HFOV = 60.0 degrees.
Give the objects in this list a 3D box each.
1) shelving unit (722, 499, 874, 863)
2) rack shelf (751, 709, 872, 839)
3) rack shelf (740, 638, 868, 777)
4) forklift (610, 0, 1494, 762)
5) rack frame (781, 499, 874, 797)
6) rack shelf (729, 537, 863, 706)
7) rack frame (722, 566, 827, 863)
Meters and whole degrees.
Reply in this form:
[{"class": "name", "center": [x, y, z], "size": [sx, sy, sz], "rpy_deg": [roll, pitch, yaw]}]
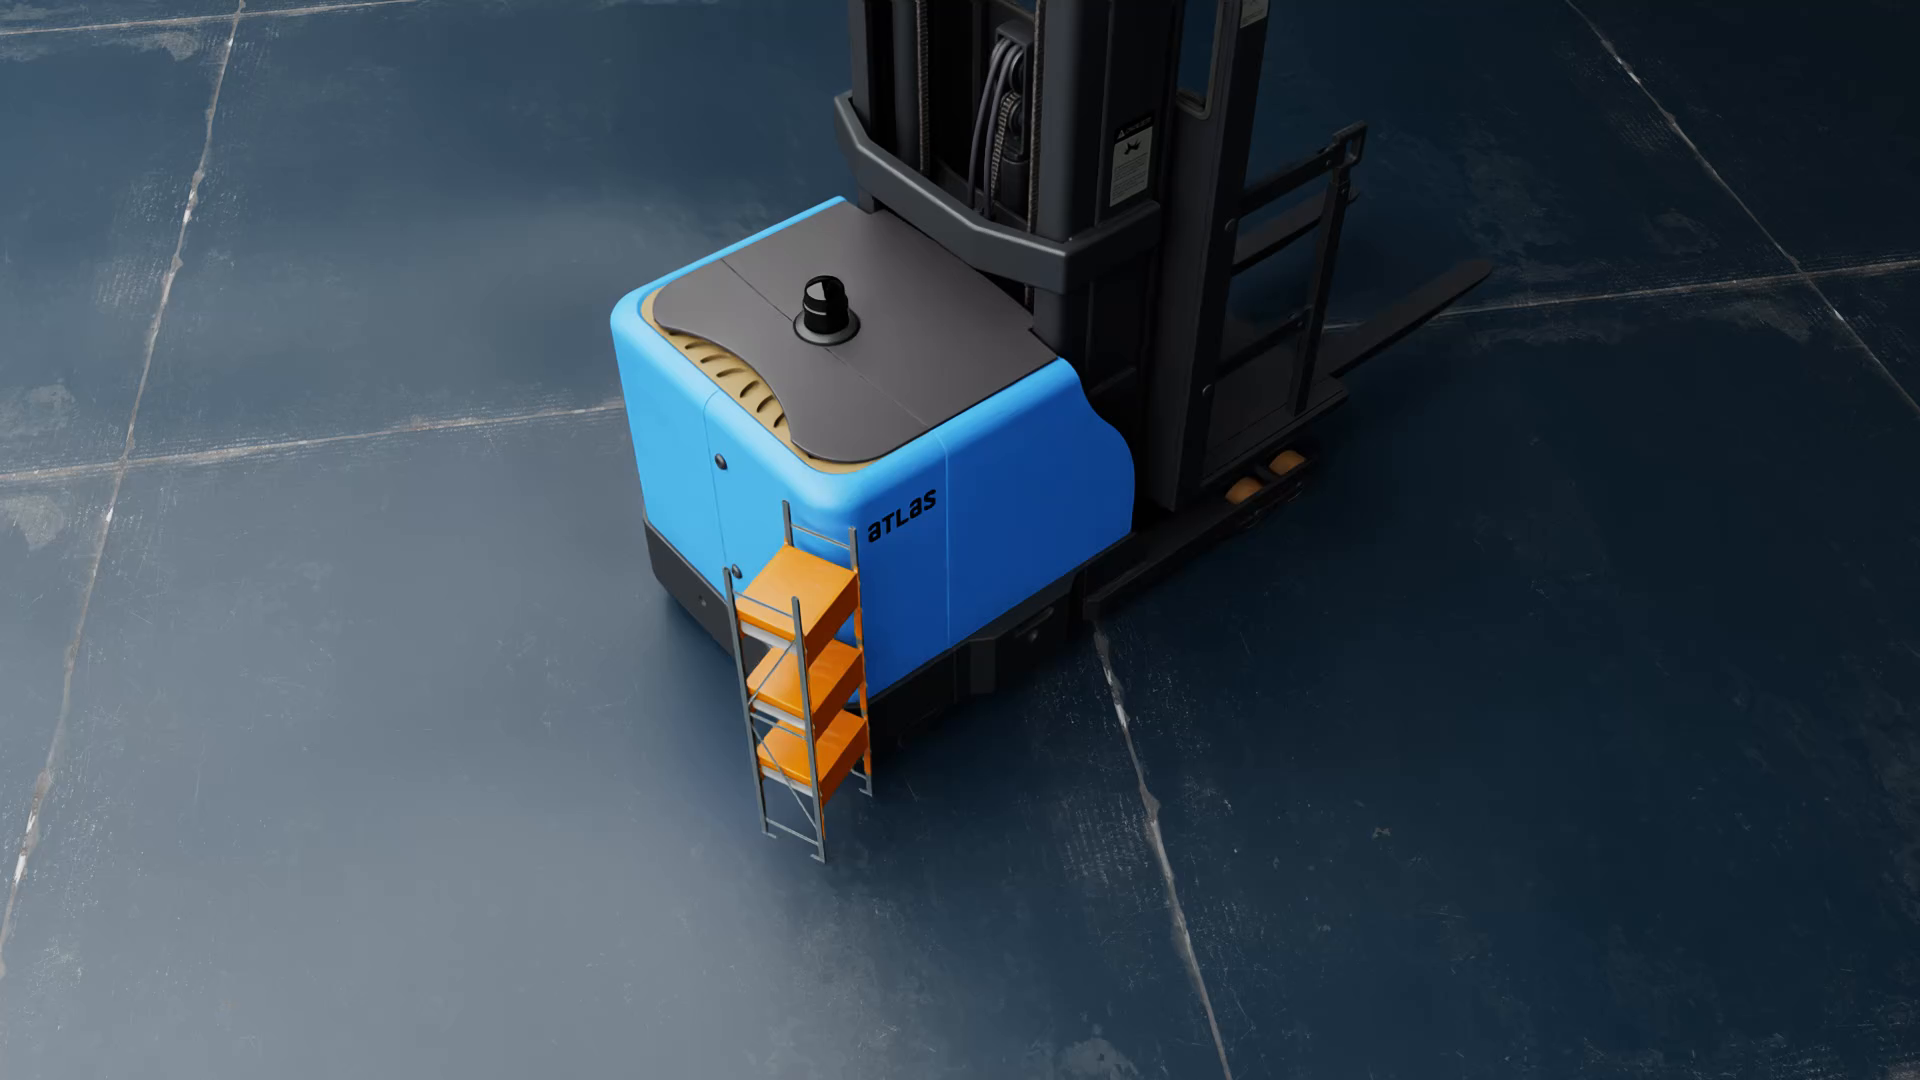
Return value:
[{"class": "shelving unit", "center": [-0.386, 0.382, 4.153], "size": [0.215, 1.050, 0.252], "rpy_deg": [21, 50, 19]}, {"class": "rack shelf", "center": [-0.386, 0.583, 4.360], "size": [0.215, 0.259, 0.240], "rpy_deg": [21, 50, 19]}, {"class": "rack shelf", "center": [-0.386, 0.390, 4.160], "size": [0.215, 0.259, 0.240], "rpy_deg": [21, 50, 19]}, {"class": "forklift", "center": [0.516, -1.315, 4.482], "size": [3.031, 2.935, 1.130], "rpy_deg": [-31, 54, -27]}, {"class": "rack frame", "center": [-0.327, 0.305, 4.227], "size": [0.200, 1.050, 0.008], "rpy_deg": [21, 50, 19]}, {"class": "rack shelf", "center": [-0.386, 0.193, 3.956], "size": [0.215, 0.259, 0.240], "rpy_deg": [21, 50, 19]}, {"class": "rack frame", "center": [-0.444, 0.459, 4.078], "size": [0.200, 1.050, 0.008], "rpy_deg": [21, 50, 19]}]
